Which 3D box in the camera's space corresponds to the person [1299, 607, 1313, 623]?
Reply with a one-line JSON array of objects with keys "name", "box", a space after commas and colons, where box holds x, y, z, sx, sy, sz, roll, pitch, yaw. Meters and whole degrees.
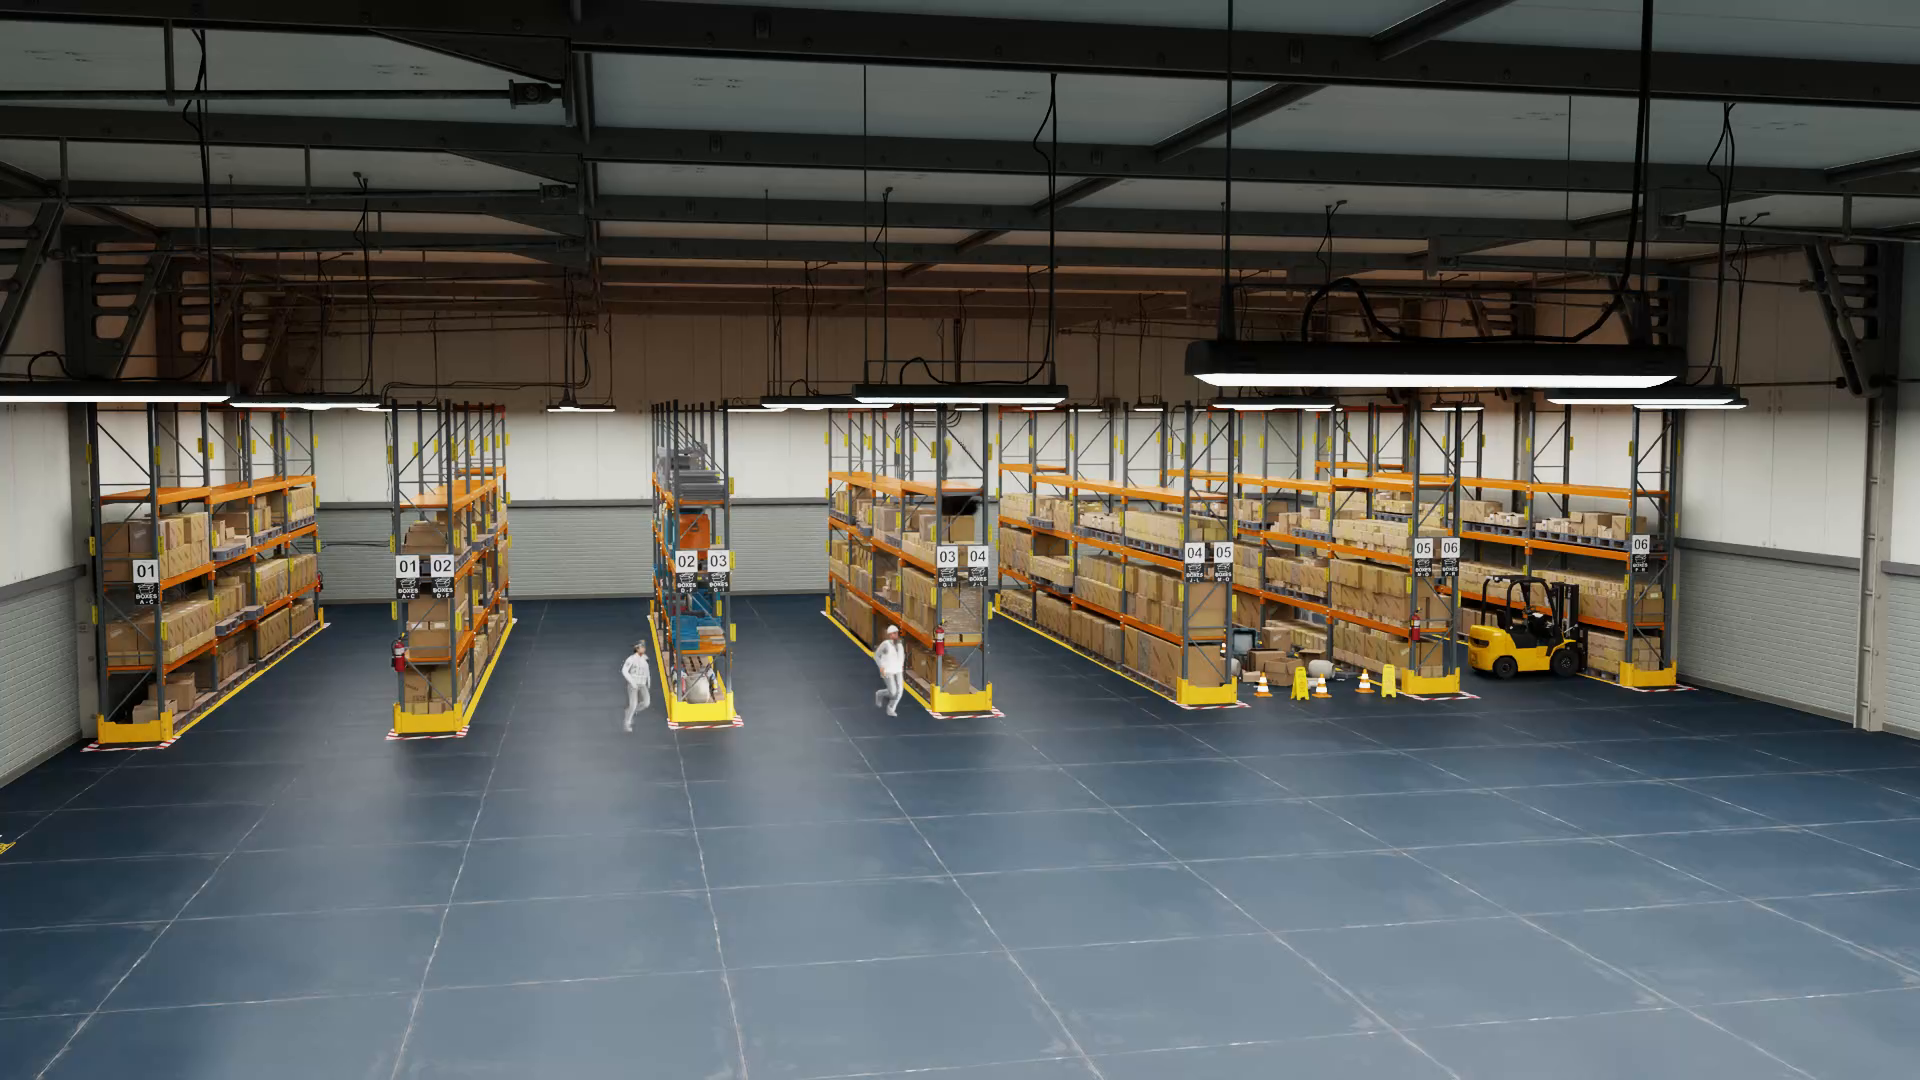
[{"name": "person", "box": [9.366, 1.458, 45.010, 0.669, 1.855, 0.862, -1, 4, -13]}]

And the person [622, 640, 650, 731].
[{"name": "person", "box": [-5.846, 2.637, 30.289, 0.489, 1.638, 0.669, 4, 6, 42]}]

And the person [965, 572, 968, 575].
[{"name": "person", "box": [0.335, 1.430, 46.024, 0.529, 1.596, 0.872, 0, 4, -6]}]

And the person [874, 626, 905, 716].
[{"name": "person", "box": [-1.319, 2.486, 31.726, 0.665, 1.716, 0.569, -4, 6, -44]}]
